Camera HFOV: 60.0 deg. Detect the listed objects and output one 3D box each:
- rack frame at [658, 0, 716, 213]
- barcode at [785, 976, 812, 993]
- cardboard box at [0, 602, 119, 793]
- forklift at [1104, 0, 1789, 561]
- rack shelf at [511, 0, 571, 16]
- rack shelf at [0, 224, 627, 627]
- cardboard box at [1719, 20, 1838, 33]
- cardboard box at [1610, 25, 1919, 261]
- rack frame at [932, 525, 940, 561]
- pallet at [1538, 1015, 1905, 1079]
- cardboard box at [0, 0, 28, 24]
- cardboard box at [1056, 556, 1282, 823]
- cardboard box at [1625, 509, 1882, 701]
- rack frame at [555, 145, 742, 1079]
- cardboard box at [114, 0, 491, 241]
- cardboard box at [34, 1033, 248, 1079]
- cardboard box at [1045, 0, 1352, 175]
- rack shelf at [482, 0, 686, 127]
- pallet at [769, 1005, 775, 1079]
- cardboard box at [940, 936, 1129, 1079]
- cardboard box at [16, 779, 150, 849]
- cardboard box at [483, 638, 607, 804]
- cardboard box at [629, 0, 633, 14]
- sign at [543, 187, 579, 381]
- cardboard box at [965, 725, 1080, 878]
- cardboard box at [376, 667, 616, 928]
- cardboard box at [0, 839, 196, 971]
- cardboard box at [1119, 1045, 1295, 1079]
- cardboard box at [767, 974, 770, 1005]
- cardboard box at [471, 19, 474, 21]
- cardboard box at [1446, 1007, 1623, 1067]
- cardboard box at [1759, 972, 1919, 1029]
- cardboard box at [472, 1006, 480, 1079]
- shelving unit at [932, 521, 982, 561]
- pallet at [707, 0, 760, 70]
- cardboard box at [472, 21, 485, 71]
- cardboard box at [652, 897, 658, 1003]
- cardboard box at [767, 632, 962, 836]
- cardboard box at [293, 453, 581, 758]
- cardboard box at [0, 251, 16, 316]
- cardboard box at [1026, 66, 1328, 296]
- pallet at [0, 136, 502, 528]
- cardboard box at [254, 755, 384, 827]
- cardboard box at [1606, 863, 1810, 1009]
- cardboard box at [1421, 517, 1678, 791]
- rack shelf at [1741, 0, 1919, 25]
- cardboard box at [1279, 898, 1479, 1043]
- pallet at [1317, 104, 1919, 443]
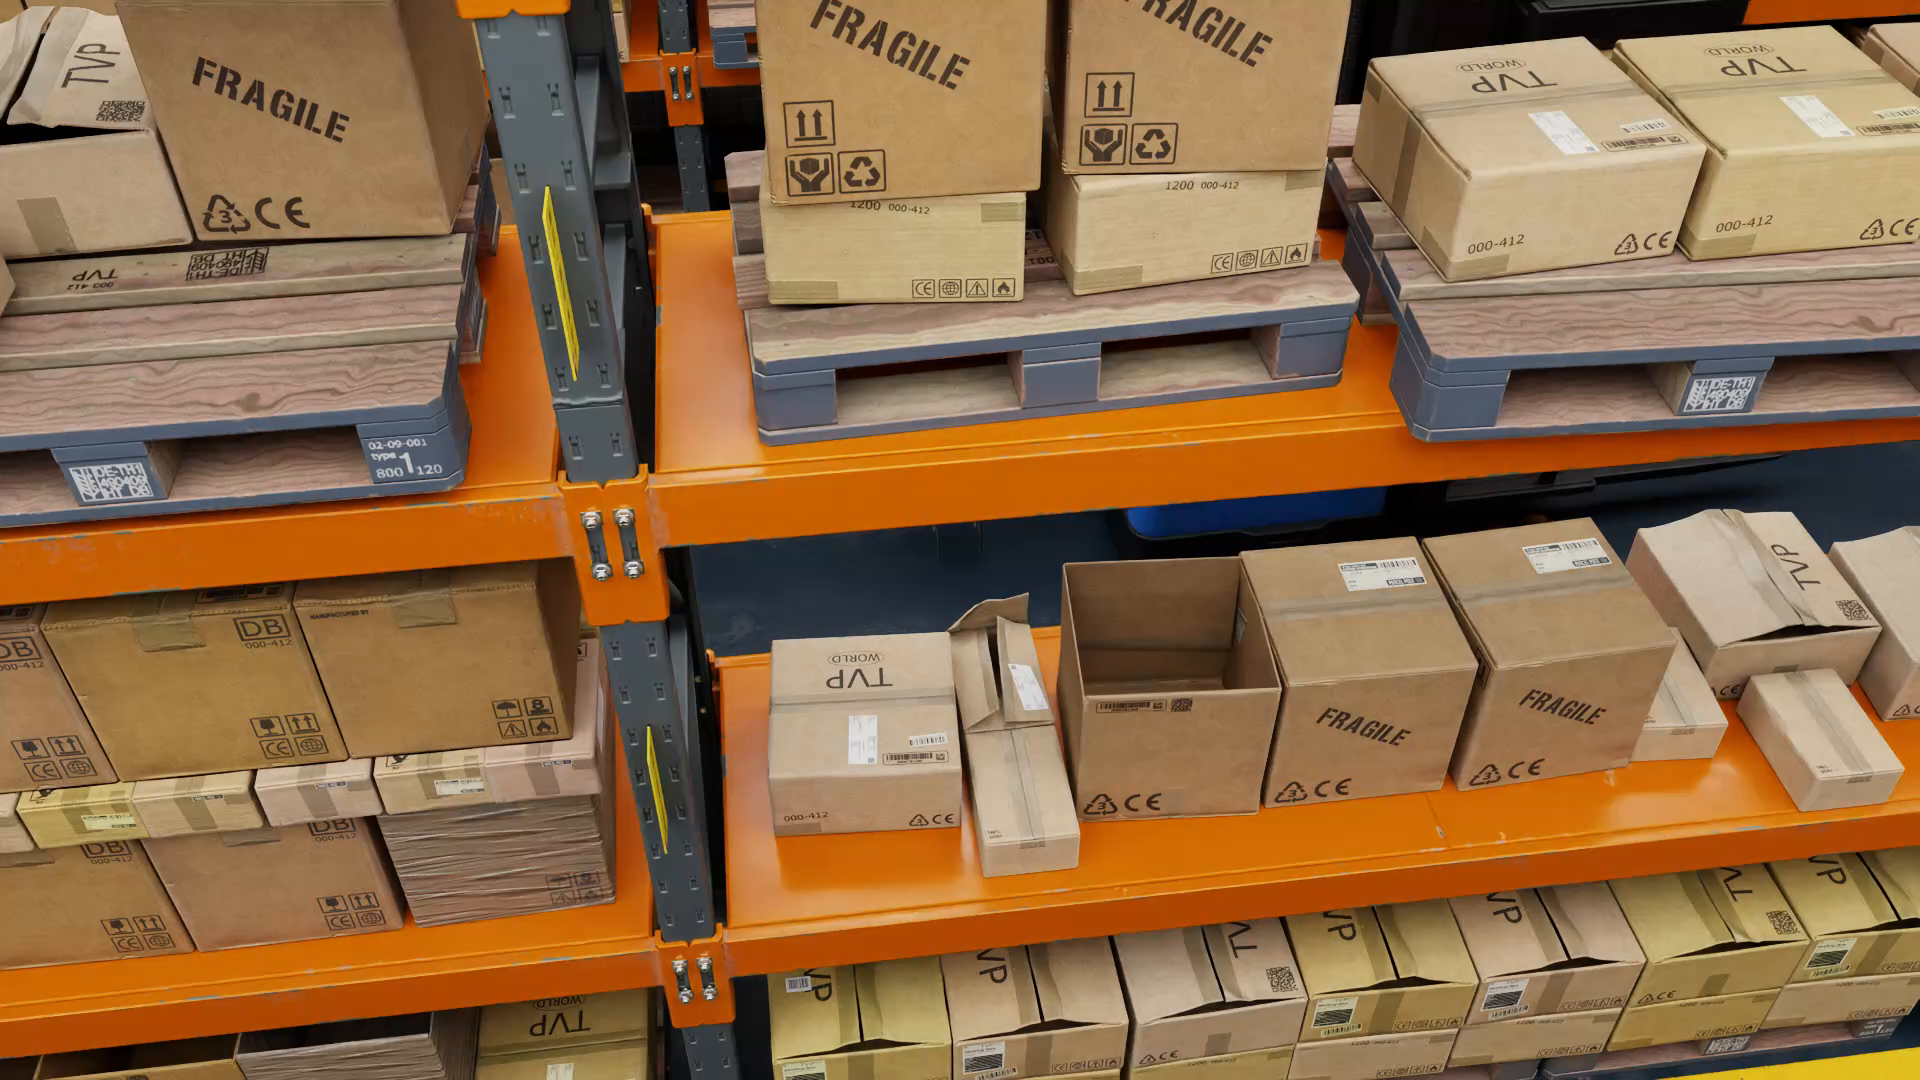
[{"bbox_3d":[-1.390,-2.750,8.059,0.127,3.000,1.000,-5,42,-6],"label":"rack frame"},{"bbox_3d":[-0.437,1.202,4.499,0.075,0.075,0.001,-5,42,-6],"label":"barcode"},{"bbox_3d":[-2.181,0.151,3.800,0.500,0.500,0.700,-5,42,-6],"label":"cardboard box"},{"bbox_3d":[2.117,-1.360,6.570,3.031,2.935,1.130,-6,42,-7],"label":"forklift"},{"bbox_3d":[1.239,-1.446,2.970,4.000,0.370,1.077,-5,42,-6],"label":"rack shelf"},{"bbox_3d":[-2.727,-0.134,3.456,4.000,0.370,1.077,-5,42,-6],"label":"rack shelf"},{"bbox_3d":[4.192,-2.504,9.078,0.750,0.750,0.750,-5,42,-6],"label":"cardboard box"},{"bbox_3d":[1.694,-0.845,3.507,0.500,0.250,0.500,-6,42,-6],"label":"cardboard box"},{"bbox_3d":[-0.105,-0.436,6.838,0.006,1.200,0.240,-5,42,-6],"label":"rack frame"},{"bbox_3d":[2.401,1.273,5.681,1.213,0.211,1.003,-5,42,-6],"label":"pallet"},{"bbox_3d":[-4.352,-2.511,7.332,0.500,0.500,0.500,-5,42,-5],"label":"cardboard box"},{"bbox_3d":[0.542,0.401,4.491,0.500,0.500,0.500,-2,42,-2],"label":"cardboard box"},{"bbox_3d":[2.310,0.174,4.884,0.500,0.311,0.500,-5,42,-6],"label":"cardboard box"},{"bbox_3d":[-0.744,0.540,4.412,0.127,3.000,1.000,-5,42,-6],"label":"rack frame"},{"bbox_3d":[-1.278,-0.951,3.332,0.500,0.500,0.500,-2,42,-2],"label":"cardboard box"},{"bbox_3d":[-2.168,1.393,4.645,0.500,0.500,0.500,-5,42,-6],"label":"cardboard box"},{"bbox_3d":[0.434,-1.045,3.168,0.500,0.500,0.500,-1,42,-1],"label":"cardboard box"},{"bbox_3d":[-3.373,-2.309,8.108,4.000,0.370,1.077,-5,42,-6],"label":"rack shelf"},{"bbox_3d":[-0.018,1.485,5.446,1.213,0.211,1.003,-5,42,-6],"label":"pallet"},{"bbox_3d":[0.195,1.286,4.905,0.500,0.311,0.500,-5,42,-6],"label":"cardboard box"},{"bbox_3d":[-1.995,0.515,3.881,0.250,0.149,0.380,-5,42,-6],"label":"cardboard box"},{"bbox_3d":[-0.986,0.427,3.978,0.250,0.149,0.380,-5,42,-6],"label":"cardboard box"},{"bbox_3d":[-1.884,-2.803,8.216,0.500,0.250,0.500,-5,42,-5],"label":"cardboard box"},{"bbox_3d":[-0.670,-0.427,2.799,0.005,0.325,0.100,-5,42,-6],"label":"sign"},{"bbox_3d":[0.161,0.692,4.431,0.250,0.149,0.380,-5,42,-6],"label":"cardboard box"},{"bbox_3d":[-1.183,0.545,4.331,0.500,0.500,0.700,-6,42,-7],"label":"cardboard box"},{"bbox_3d":[-2.203,0.636,4.231,0.500,0.500,0.700,-4,42,-5],"label":"cardboard box"},{"bbox_3d":[0.708,1.444,5.149,0.500,0.250,0.500,-6,42,-7],"label":"cardboard box"},{"bbox_3d":[-0.312,1.534,5.049,0.500,0.250,0.500,-6,42,-7],"label":"cardboard box"},{"bbox_3d":[-2.313,-2.687,7.526,0.500,0.500,0.500,-5,42,-6],"label":"cardboard box"},{"bbox_3d":[1.723,1.354,5.249,0.500,0.250,0.500,-4,42,-5],"label":"cardboard box"},{"bbox_3d":[2.732,1.265,5.347,0.500,0.250,0.500,-4,42,-5],"label":"cardboard box"},{"bbox_3d":[-1.672,1.627,4.946,0.500,0.250,0.500,-5,42,-6],"label":"cardboard box"},{"bbox_3d":[-0.014,-0.444,6.847,0.189,1.200,0.258,-5,42,-6],"label":"shelving unit"},{"bbox_3d":[-0.613,-2.649,8.090,1.213,0.211,1.003,-5,42,-6],"label":"pallet"},{"bbox_3d":[-2.315,-2.422,7.792,0.500,0.250,0.500,-5,42,-5],"label":"cardboard box"},{"bbox_3d":[-1.243,1.243,5.371,0.500,0.250,0.500,-5,42,-6],"label":"cardboard box"},{"bbox_3d":[-0.261,0.523,4.542,0.500,0.250,0.500,-3,42,-3],"label":"cardboard box"},{"bbox_3d":[-1.183,0.063,3.897,0.500,0.500,0.700,-5,42,-5],"label":"cardboard box"},{"bbox_3d":[-1.905,-0.403,2.987,0.250,0.149,0.380,-5,42,-6],"label":"cardboard box"},{"bbox_3d":[0.413,-0.771,3.424,0.500,0.250,0.500,-9,43,-10],"label":"cardboard box"},{"bbox_3d":[-1.586,-0.450,3.336,1.213,0.211,1.003,-5,42,-6],"label":"pallet"},{"bbox_3d":[-1.491,0.472,3.928,0.250,0.149,0.380,-6,42,-7],"label":"cardboard box"},{"bbox_3d":[2.220,1.107,5.103,0.500,0.311,0.500,-6,42,-6],"label":"cardboard box"},{"bbox_3d":[1.561,0.312,4.590,0.500,0.500,0.500,-7,43,-8],"label":"cardboard box"},{"bbox_3d":[4.559,-3.004,8.878,4.000,0.370,1.077,-5,42,-6],"label":"rack shelf"},{"bbox_3d":[1.222,1.192,5.010,0.500,0.311,0.500,-4,42,-4],"label":"cardboard box"},{"bbox_3d":[1.452,-0.634,3.615,1.213,0.211,1.003,-3,42,-4],"label":"pallet"}]
